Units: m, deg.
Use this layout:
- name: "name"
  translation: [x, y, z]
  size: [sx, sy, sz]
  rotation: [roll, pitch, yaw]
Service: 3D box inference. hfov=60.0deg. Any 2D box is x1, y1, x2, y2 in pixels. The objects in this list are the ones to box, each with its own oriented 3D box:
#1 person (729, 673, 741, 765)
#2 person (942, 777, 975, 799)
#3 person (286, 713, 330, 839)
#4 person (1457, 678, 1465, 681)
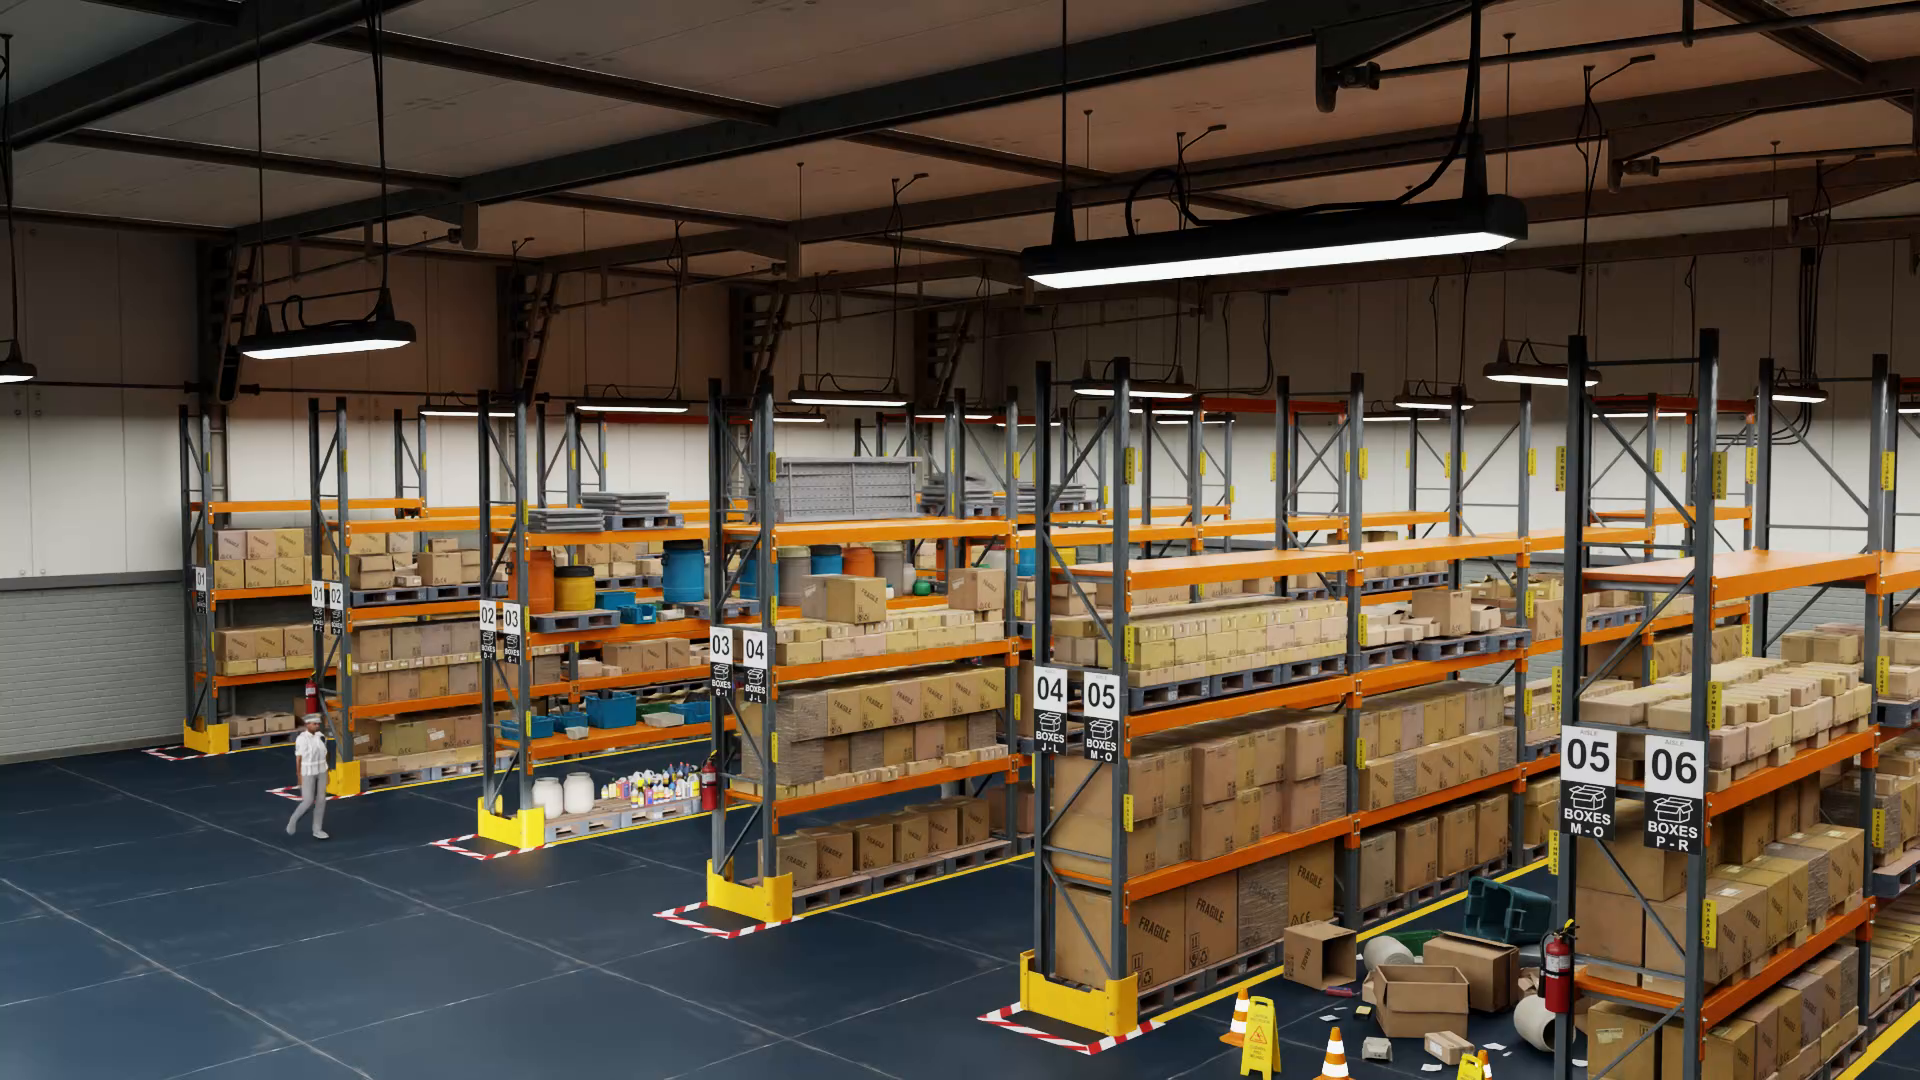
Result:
- name: "person"
  translation: [-3.839, 2.899, 27.646]
  size: [0.802, 1.604, 0.577]
  rotation: [-2, 4, -35]
- name: "person"
  translation: [-0.042, 3.064, 23.347]
  size: [0.658, 1.827, 0.646]
  rotation: [-2, 3, -31]
- name: "person"
  translation: [-8.693, 3.138, 22.227]
  size: [0.544, 1.677, 0.483]
  rotation: [2, 3, 31]
- name: "person"
  translation: [7.610, 2.964, 25.482]
  size: [0.970, 1.676, 0.552]
  rotation: [-2, 4, -40]
